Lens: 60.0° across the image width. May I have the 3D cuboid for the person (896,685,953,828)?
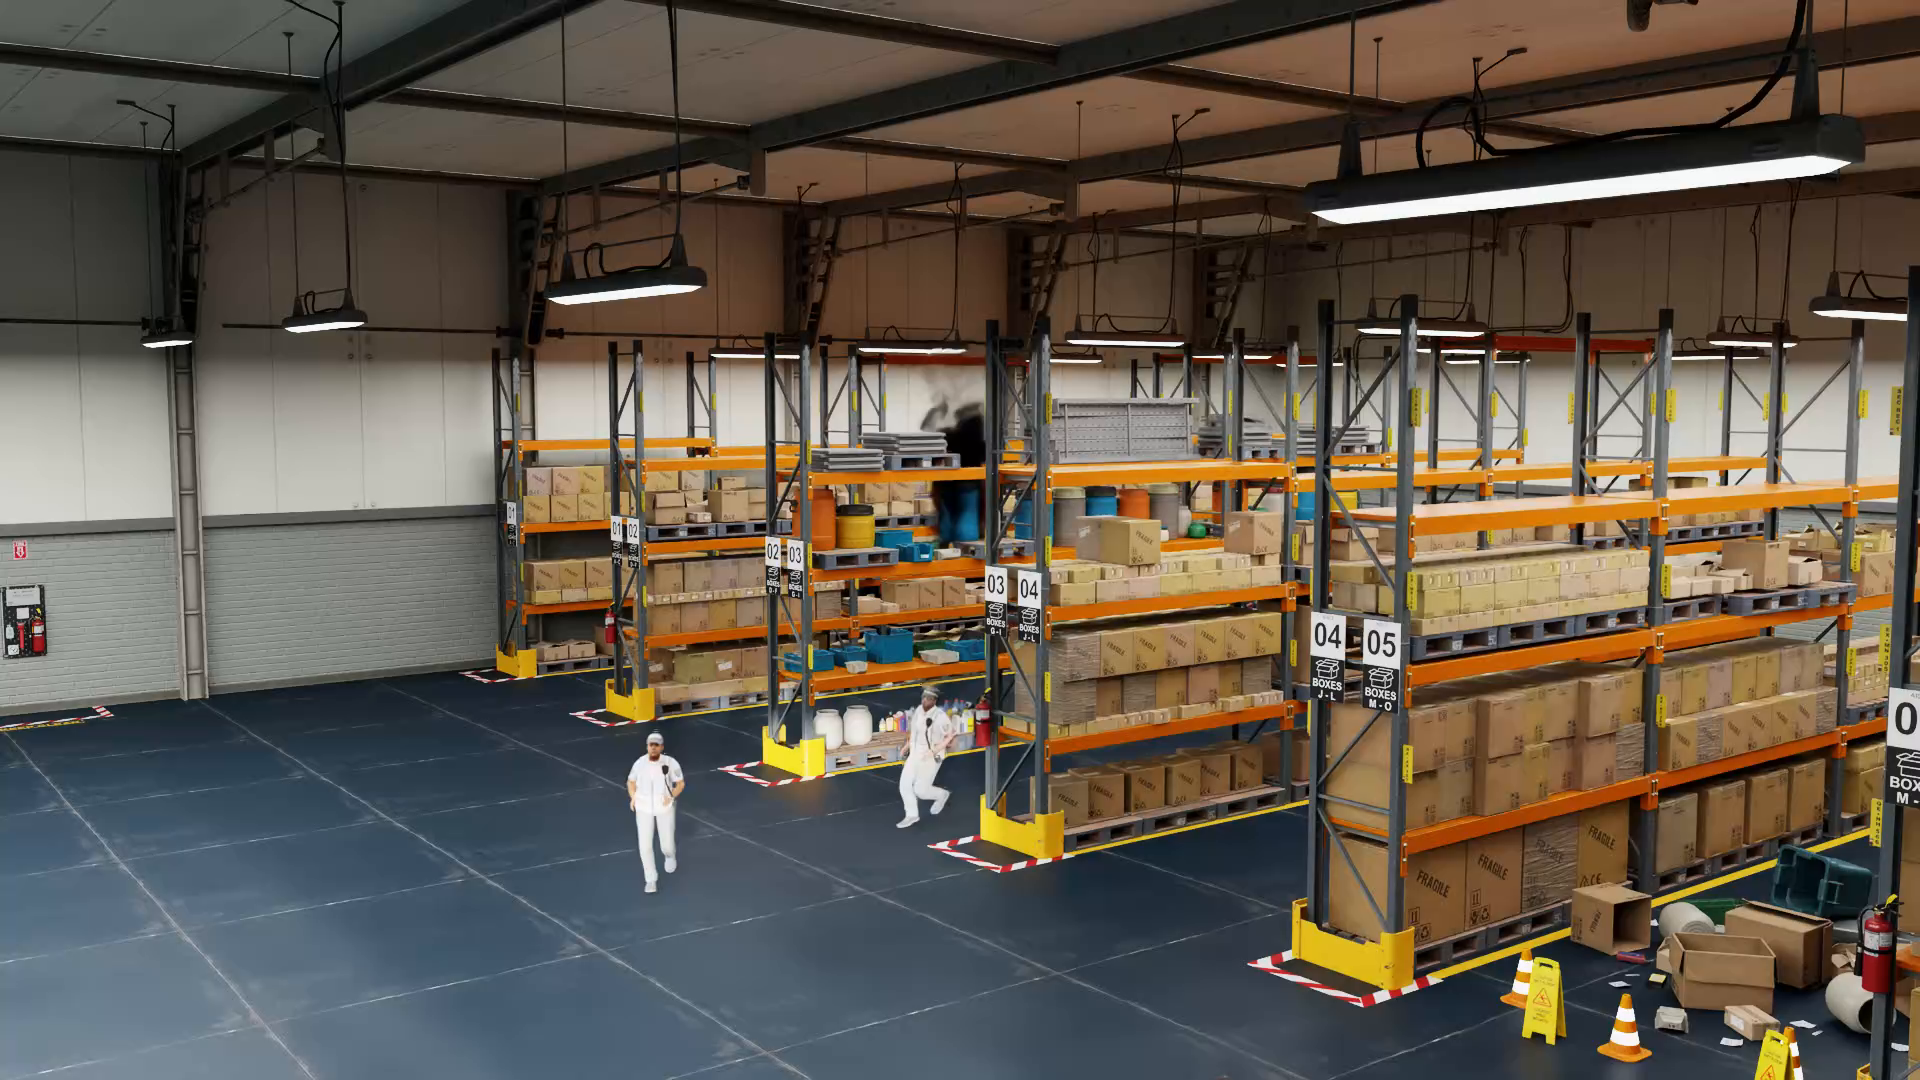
[{"bbox_3d":[-0.366,2.579,19.904,0.682,1.749,0.702,-5,7,-45],"label":"person"}]

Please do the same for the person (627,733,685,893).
[{"bbox_3d":[-3.197,2.826,17.441,0.613,1.621,0.668,0,5,-2],"label":"person"}]
